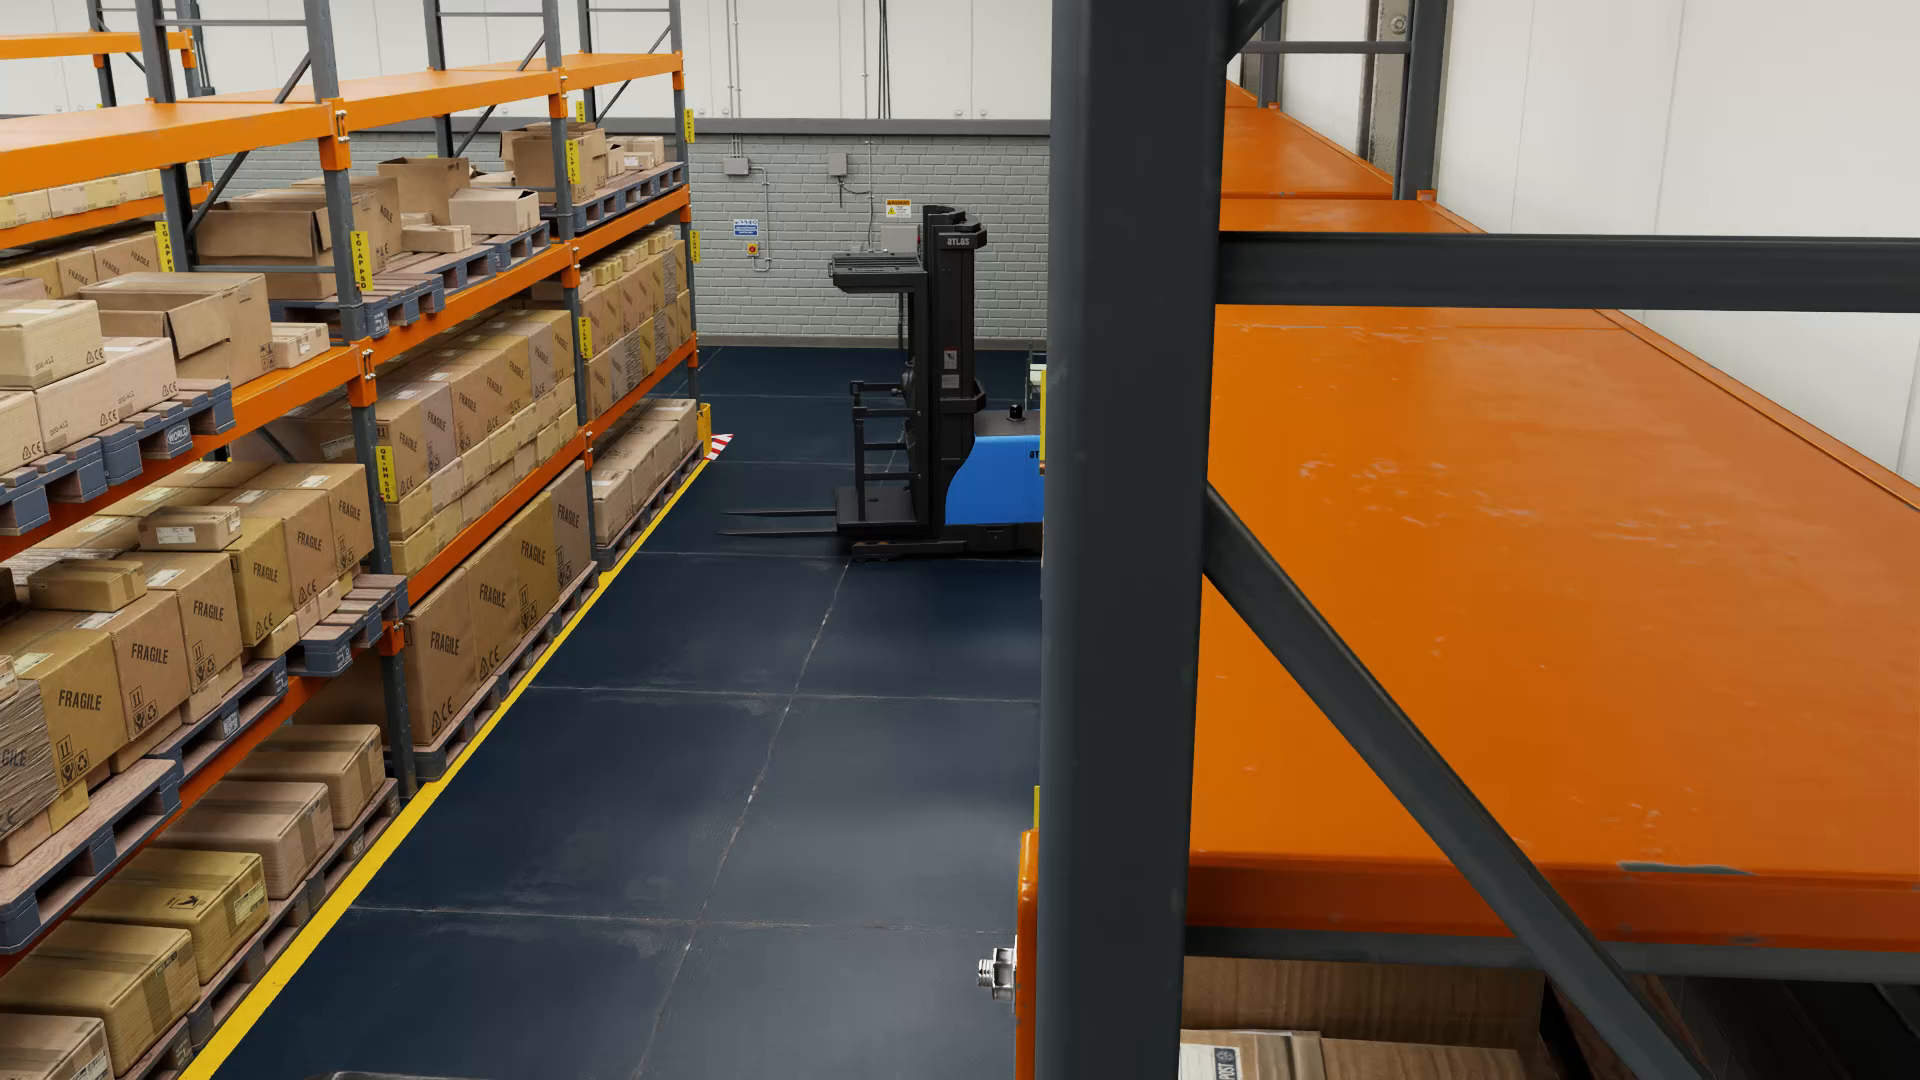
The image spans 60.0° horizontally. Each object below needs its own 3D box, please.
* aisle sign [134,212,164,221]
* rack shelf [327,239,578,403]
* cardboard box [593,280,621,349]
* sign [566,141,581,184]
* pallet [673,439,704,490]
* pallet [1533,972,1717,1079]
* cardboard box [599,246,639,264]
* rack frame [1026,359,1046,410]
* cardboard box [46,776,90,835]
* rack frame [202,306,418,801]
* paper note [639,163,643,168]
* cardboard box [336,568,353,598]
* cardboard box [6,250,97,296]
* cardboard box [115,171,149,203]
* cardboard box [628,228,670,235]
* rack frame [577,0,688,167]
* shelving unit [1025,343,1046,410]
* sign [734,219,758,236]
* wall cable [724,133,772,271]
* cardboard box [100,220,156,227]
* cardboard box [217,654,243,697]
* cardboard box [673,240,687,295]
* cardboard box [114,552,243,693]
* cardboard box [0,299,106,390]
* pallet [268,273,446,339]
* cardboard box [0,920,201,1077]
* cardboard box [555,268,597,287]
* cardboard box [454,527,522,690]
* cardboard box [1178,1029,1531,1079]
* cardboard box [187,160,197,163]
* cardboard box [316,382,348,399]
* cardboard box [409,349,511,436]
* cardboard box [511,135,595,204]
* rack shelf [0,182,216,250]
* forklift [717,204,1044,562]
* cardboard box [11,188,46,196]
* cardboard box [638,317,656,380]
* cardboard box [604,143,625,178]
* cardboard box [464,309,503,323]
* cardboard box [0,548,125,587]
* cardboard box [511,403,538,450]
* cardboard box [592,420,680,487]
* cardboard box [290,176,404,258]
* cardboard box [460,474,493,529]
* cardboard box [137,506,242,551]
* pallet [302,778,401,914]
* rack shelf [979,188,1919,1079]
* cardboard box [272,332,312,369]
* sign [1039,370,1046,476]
[{"bbox_3d":[-8.495,-3.702,17.229,0.394,0.787,0.004,1,18,4],"label":"aisle sign"},{"bbox_3d":[-3.687,-1.578,11.261,1.077,0.370,4.000,1,18,4],"label":"rack shelf"},{"bbox_3d":[-3.225,-1.938,14.253,0.500,0.500,0.500,1,18,3],"label":"cardboard box"},{"bbox_3d":[-3.002,-2.927,12.887,0.100,0.325,0.005,1,18,4],"label":"sign"},{"bbox_3d":[-3.236,-0.783,16.974,1.003,0.211,1.213,1,18,4],"label":"pallet"},{"bbox_3d":[0.709,0.738,3.177,1.003,0.211,1.213,1,18,4],"label":"pallet"},{"bbox_3d":[-3.157,-2.595,15.216,0.380,0.149,0.250,2,18,6],"label":"cardboard box"},{"bbox_3d":[0.808,-0.931,15.354,0.400,1.500,0.023,1,18,4],"label":"rack frame"},{"bbox_3d":[-3.736,1.047,6.641,0.380,0.149,0.250,2,18,5],"label":"cardboard box"},{"bbox_3d":[-3.830,0.126,9.720,1.000,3.000,0.127,1,18,4],"label":"rack frame"},{"bbox_3d":[-2.827,-3.320,14.739,0.006,0.032,0.123,1,18,4],"label":"paper note"},{"bbox_3d":[-3.566,0.238,9.108,0.380,0.149,0.250,2,18,5],"label":"cardboard box"},{"bbox_3d":[-8.124,-2.311,14.914,0.500,0.500,0.500,2,18,5],"label":"cardboard box"},{"bbox_3d":[-8.048,-3.332,15.698,0.500,0.250,0.500,2,18,6],"label":"cardboard box"},{"bbox_3d":[-3.077,-2.994,16.434,0.380,0.149,0.250,2,18,5],"label":"cardboard box"},{"bbox_3d":[-3.257,-5.209,16.369,1.000,3.000,0.127,1,18,4],"label":"rack frame"},{"bbox_3d":[0.834,-1.045,15.701,0.431,1.500,0.755,1,18,4],"label":"shelving unit"},{"bbox_3d":[-2.920,-4.259,22.668,0.327,0.218,0.001,1,18,4],"label":"sign"},{"bbox_3d":[-2.876,-4.608,22.486,0.585,1.953,0.123,1,18,4],"label":"wall cable"},{"bbox_3d":[-8.498,-2.968,16.919,0.500,0.500,0.500,1,18,4],"label":"cardboard box"},{"bbox_3d":[-3.651,0.636,7.893,0.380,0.149,0.250,1,18,2],"label":"cardboard box"},{"bbox_3d":[-3.054,-2.726,16.658,0.500,0.500,0.500,2,18,6],"label":"cardboard box"},{"bbox_3d":[-3.687,0.372,7.656,0.500,0.500,0.500,1,18,2],"label":"cardboard box"},{"bbox_3d":[-3.650,-0.750,6.341,0.500,0.250,0.500,1,18,3],"label":"cardboard box"},{"bbox_3d":[-3.837,-1.410,9.896,1.213,0.211,1.003,2,18,6],"label":"pallet"},{"bbox_3d":[-4.034,2.032,7.451,0.950,0.372,0.625,2,18,7],"label":"cardboard box"},{"bbox_3d":[-3.283,-2.199,14.010,0.380,0.149,0.250,1,18,3],"label":"cardboard box"},{"bbox_3d":[-3.630,0.447,11.480,0.875,0.875,0.875,2,18,5],"label":"cardboard box"},{"bbox_3d":[0.336,0.858,1.675,0.500,0.500,0.500,2,18,6],"label":"cardboard box"},{"bbox_3d":[-7.981,-3.880,16.569,0.500,0.250,0.500,1,18,2],"label":"cardboard box"},{"bbox_3d":[-4.026,-0.722,10.544,0.500,0.500,0.500,2,18,5],"label":"cardboard box"},{"bbox_3d":[-3.433,-1.015,11.438,0.500,0.500,0.500,2,18,5],"label":"cardboard box"},{"bbox_3d":[-3.292,-3.014,13.491,0.500,0.500,0.500,2,18,5],"label":"cardboard box"},{"bbox_3d":[-8.345,-2.900,15.293,1.077,0.370,4.000,1,18,4],"label":"rack shelf"},{"bbox_3d":[-0.620,-1.377,14.417,3.031,2.935,1.130,-2,18,-5],"label":"forklift"},{"bbox_3d":[-8.174,-3.086,14.143,0.500,0.250,0.500,1,18,4],"label":"cardboard box"},{"bbox_3d":[-3.130,-1.774,15.359,0.500,0.500,0.500,2,18,6],"label":"cardboard box"},{"bbox_3d":[-3.414,-3.525,15.353,0.500,0.311,0.500,2,18,5],"label":"cardboard box"},{"bbox_3d":[-3.862,-1.508,12.943,0.500,0.500,0.500,1,18,5],"label":"cardboard box"},{"bbox_3d":[-4.199,0.355,7.710,0.500,0.500,0.500,1,18,2],"label":"cardboard box"},{"bbox_3d":[-3.392,-0.823,12.057,0.500,0.250,0.500,2,18,5],"label":"cardboard box"},{"bbox_3d":[-3.262,-0.849,16.136,0.875,0.438,0.875,2,18,5],"label":"cardboard box"},{"bbox_3d":[-3.993,-2.100,10.862,0.500,0.500,0.500,1,18,4],"label":"cardboard box"},{"bbox_3d":[-3.482,-0.271,11.175,0.500,0.250,0.500,2,18,6],"label":"cardboard box"},{"bbox_3d":[-3.666,-0.056,7.922,0.380,0.149,0.250,0,18,1],"label":"cardboard box"},{"bbox_3d":[-3.888,1.694,9.414,1.003,0.211,1.213,1,18,4],"label":"pallet"},{"bbox_3d":[0.691,-0.219,2.939,1.077,0.370,4.000,1,18,4],"label":"rack shelf"},{"bbox_3d":[-3.653,-1.000,8.743,0.380,0.149,0.250,1,18,4],"label":"cardboard box"},{"bbox_3d":[0.292,-0.351,5.025,0.100,0.325,0.005,1,18,4],"label":"sign"}]
